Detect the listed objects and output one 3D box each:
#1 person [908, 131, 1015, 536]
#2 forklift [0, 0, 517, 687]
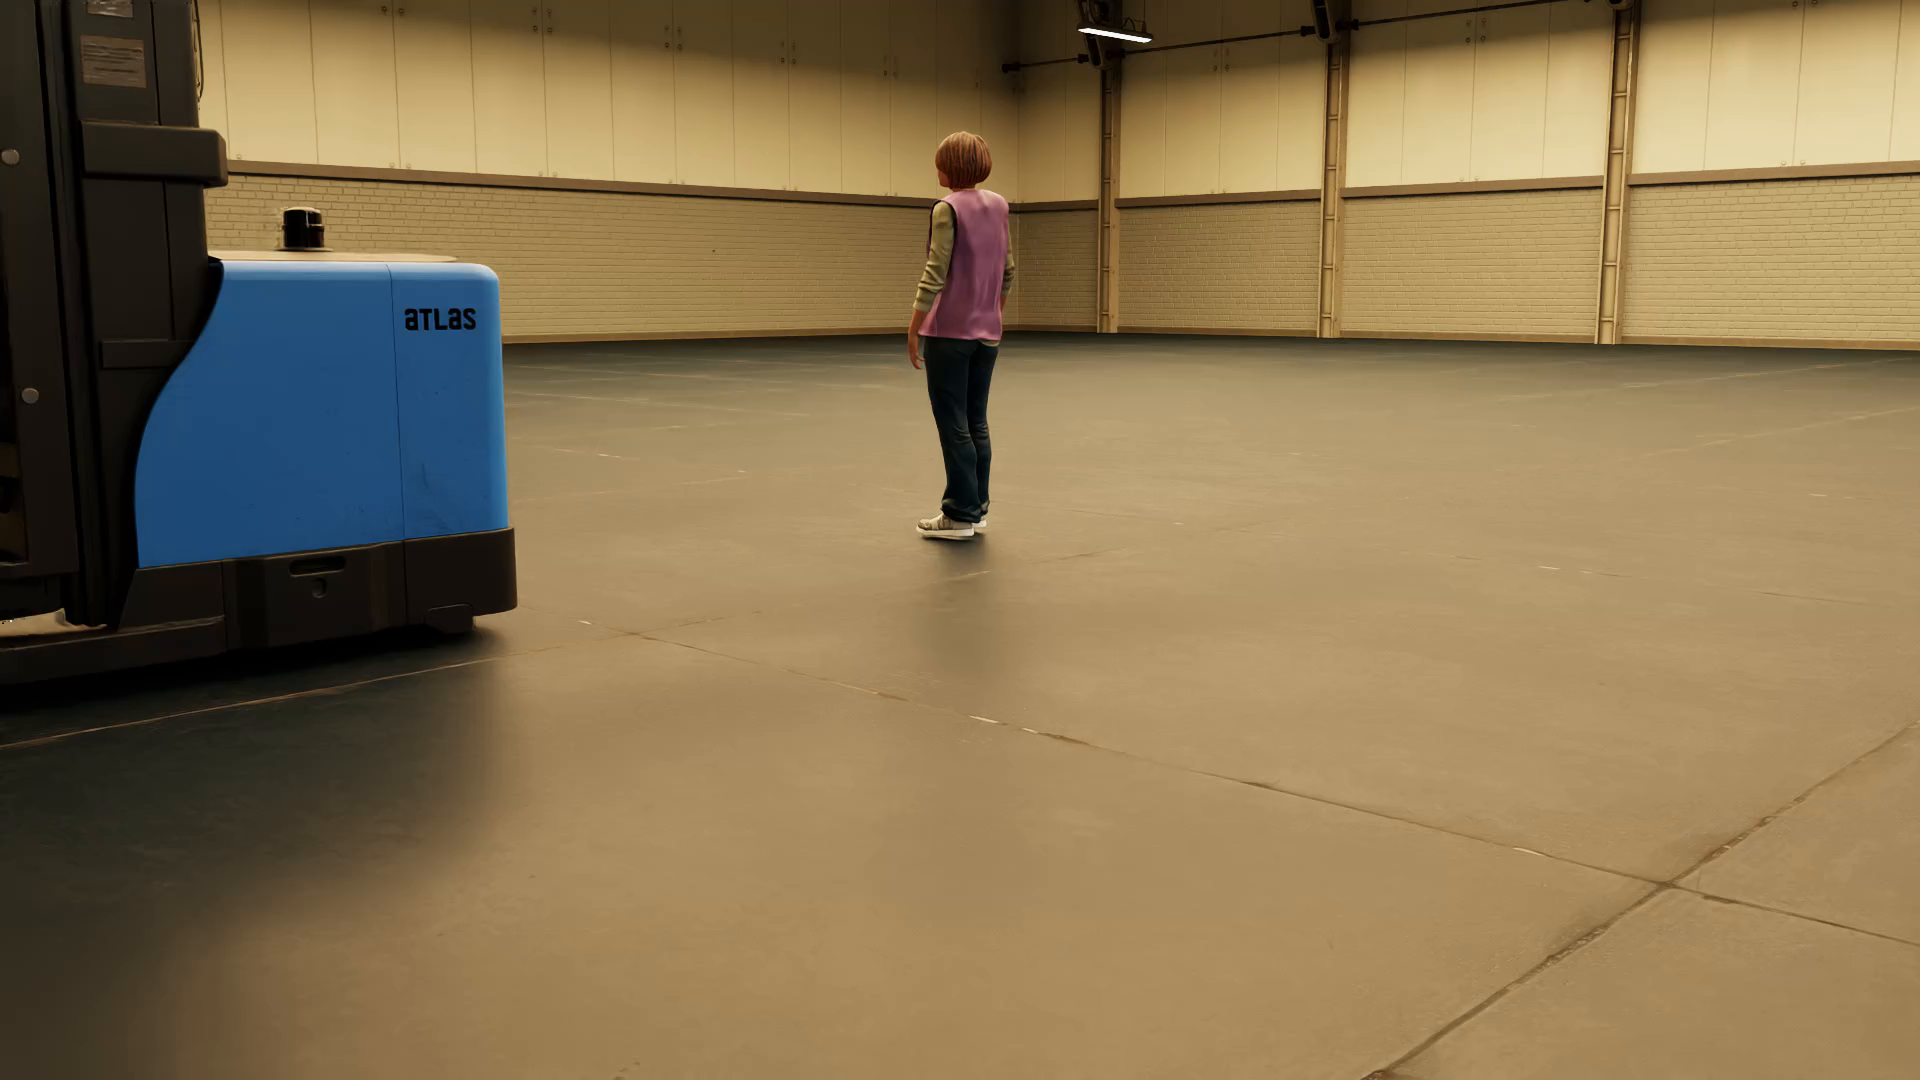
[{"bbox_3d":[-0.044,-0.806,6.658,0.473,1.599,0.521,8,12,43],"label":"person"},{"bbox_3d":[-2.731,-1.081,4.050,3.031,2.935,1.130,-8,12,-42],"label":"forklift"}]
